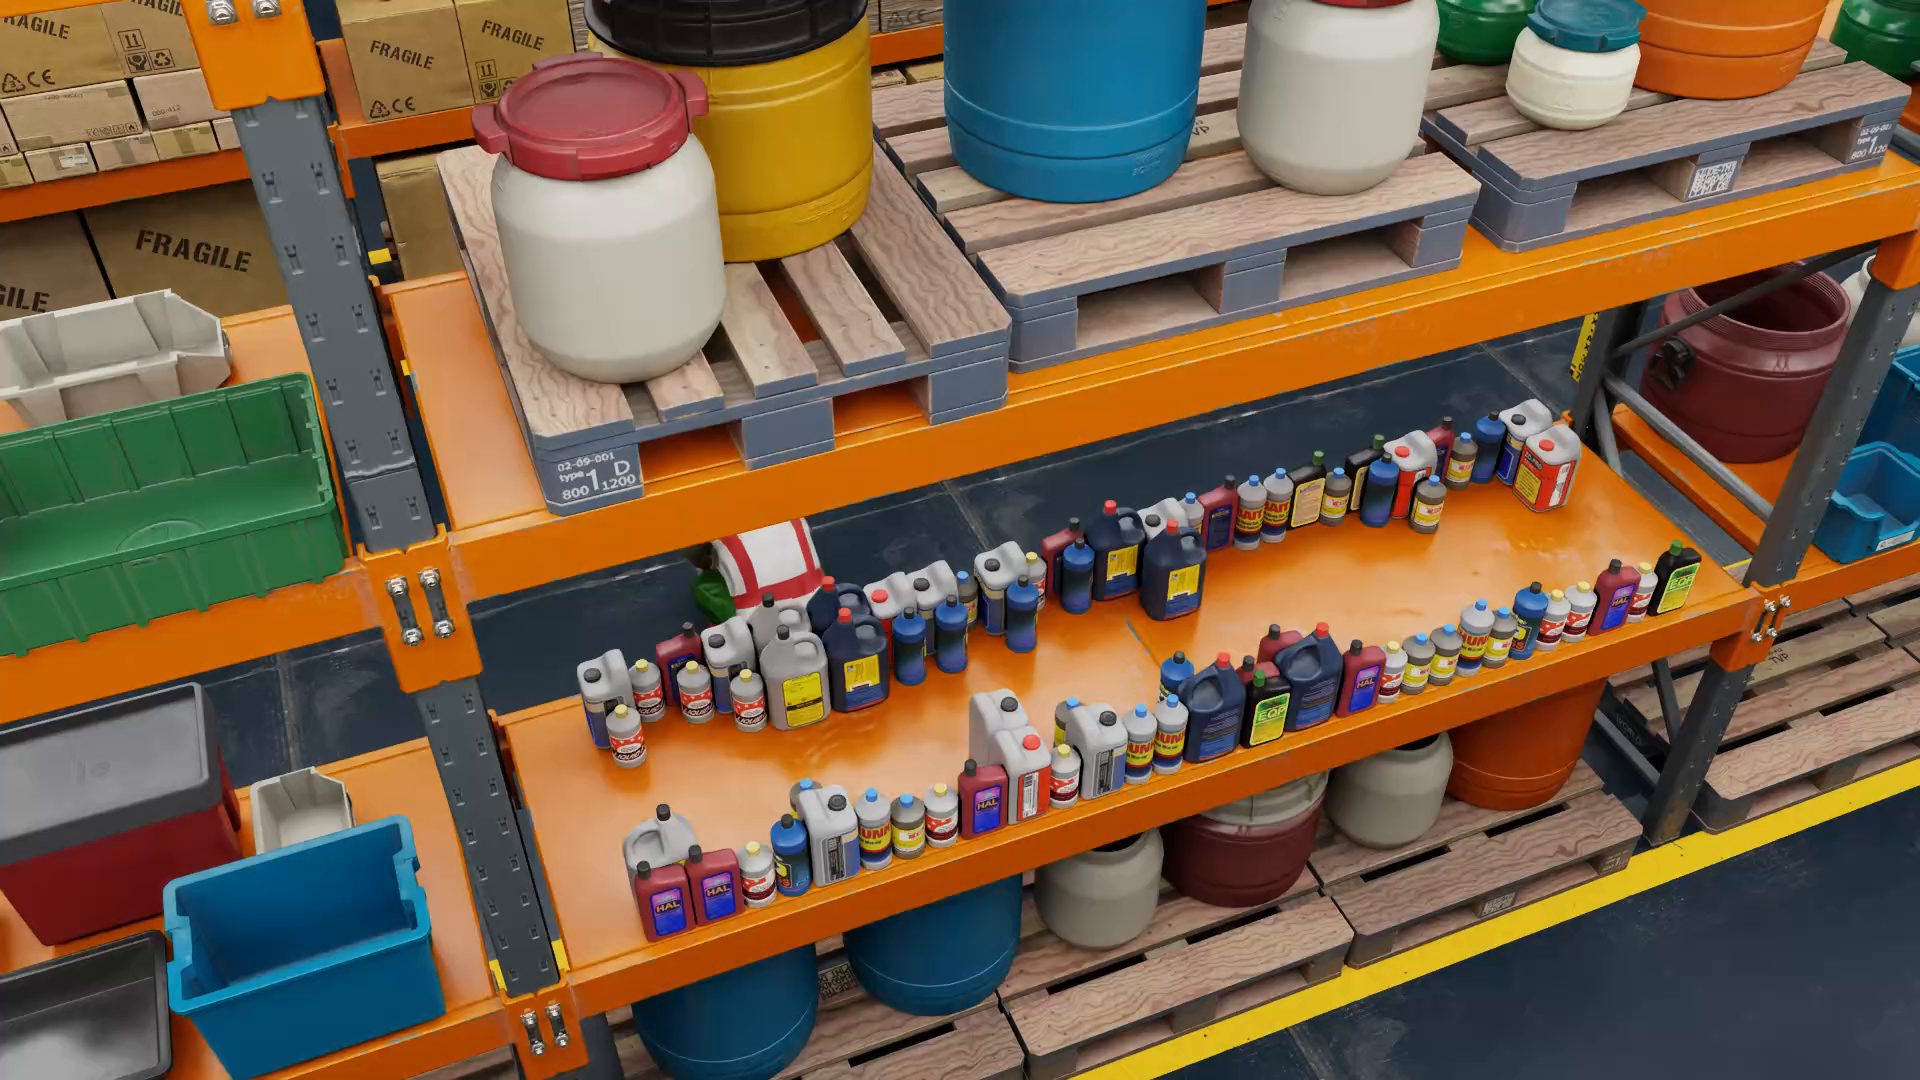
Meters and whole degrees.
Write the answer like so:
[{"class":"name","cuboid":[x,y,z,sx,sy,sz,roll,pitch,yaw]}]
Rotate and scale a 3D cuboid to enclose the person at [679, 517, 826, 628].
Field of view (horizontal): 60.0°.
[{"class":"person","cuboid":[-0.824,0.085,6.654,0.565,0.991,0.880,-15,44,-17]}]
